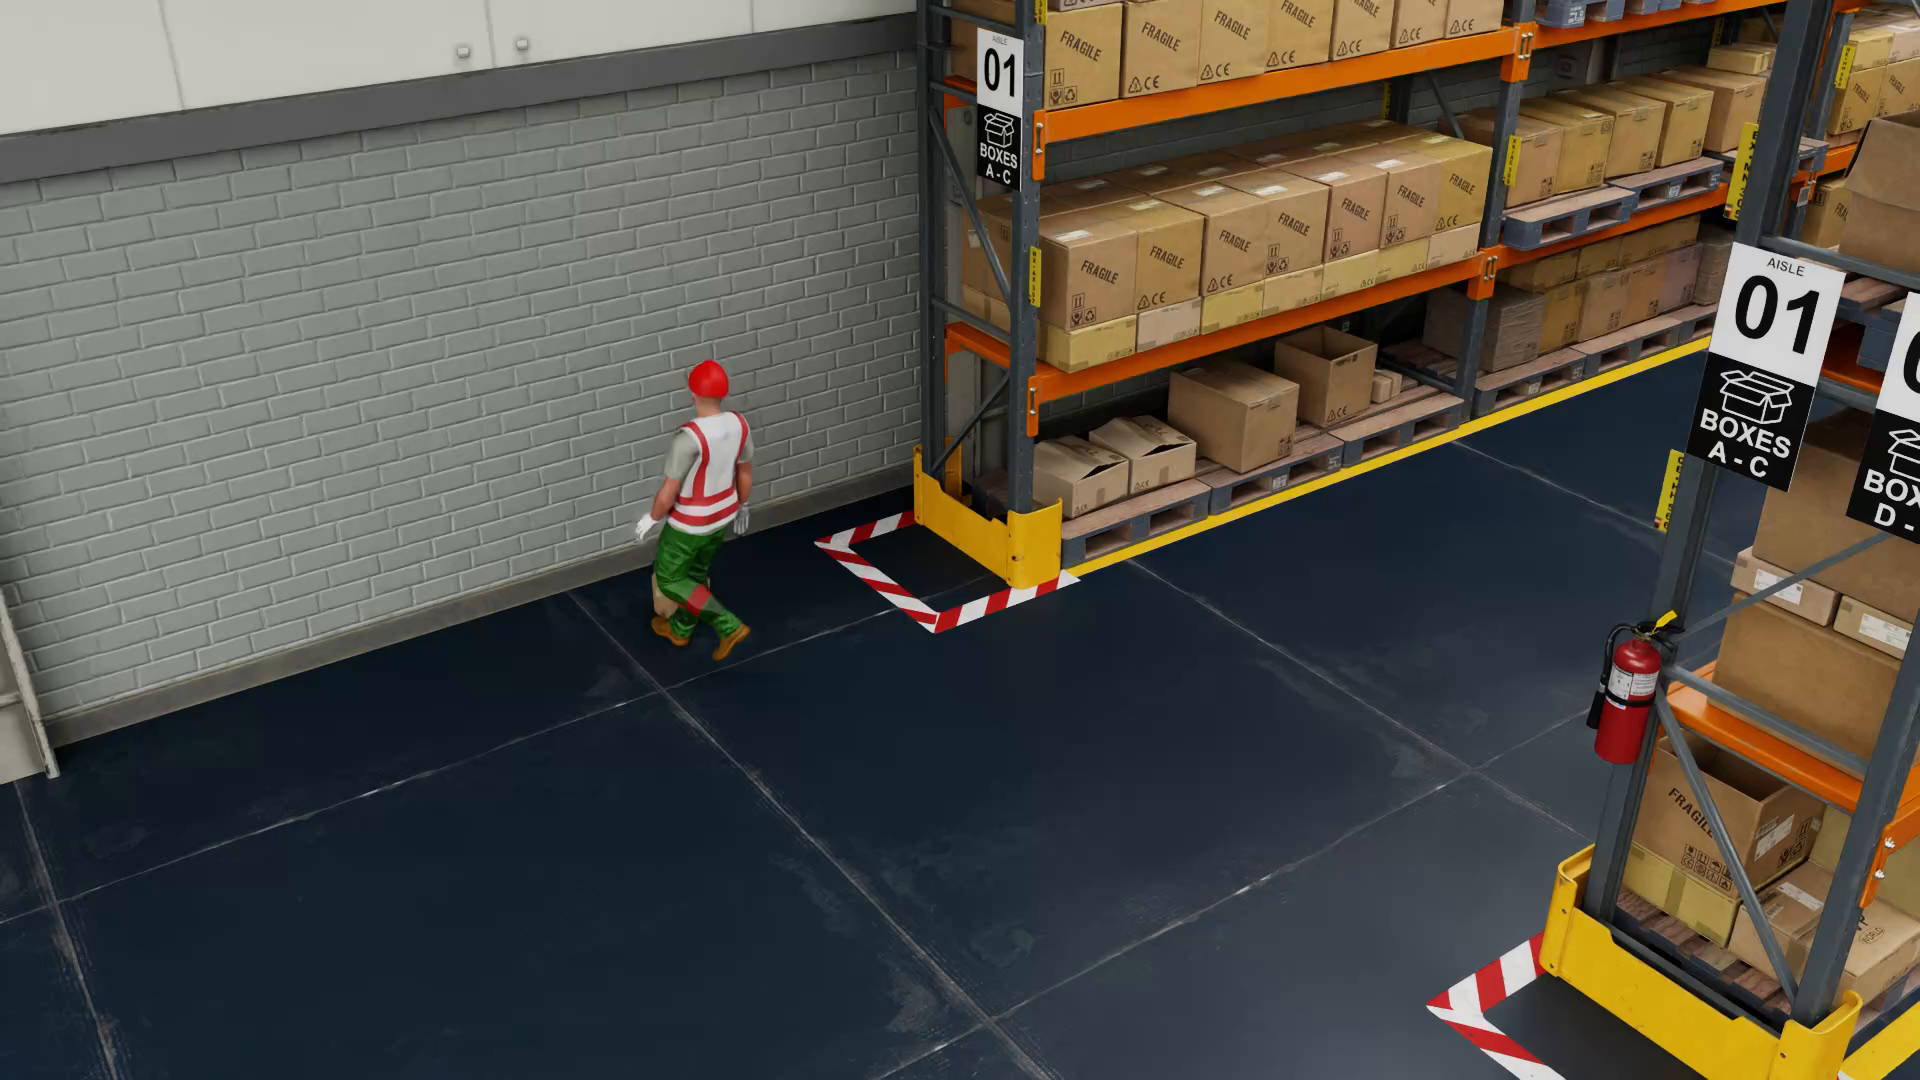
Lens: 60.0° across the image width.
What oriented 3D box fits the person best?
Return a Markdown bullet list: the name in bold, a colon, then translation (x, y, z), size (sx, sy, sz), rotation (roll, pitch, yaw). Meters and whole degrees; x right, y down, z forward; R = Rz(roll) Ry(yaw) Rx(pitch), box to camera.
- **person**: translation (-1.447, -0.144, 8.885), size (0.825, 1.755, 0.631), rotation (20, 34, 33)
